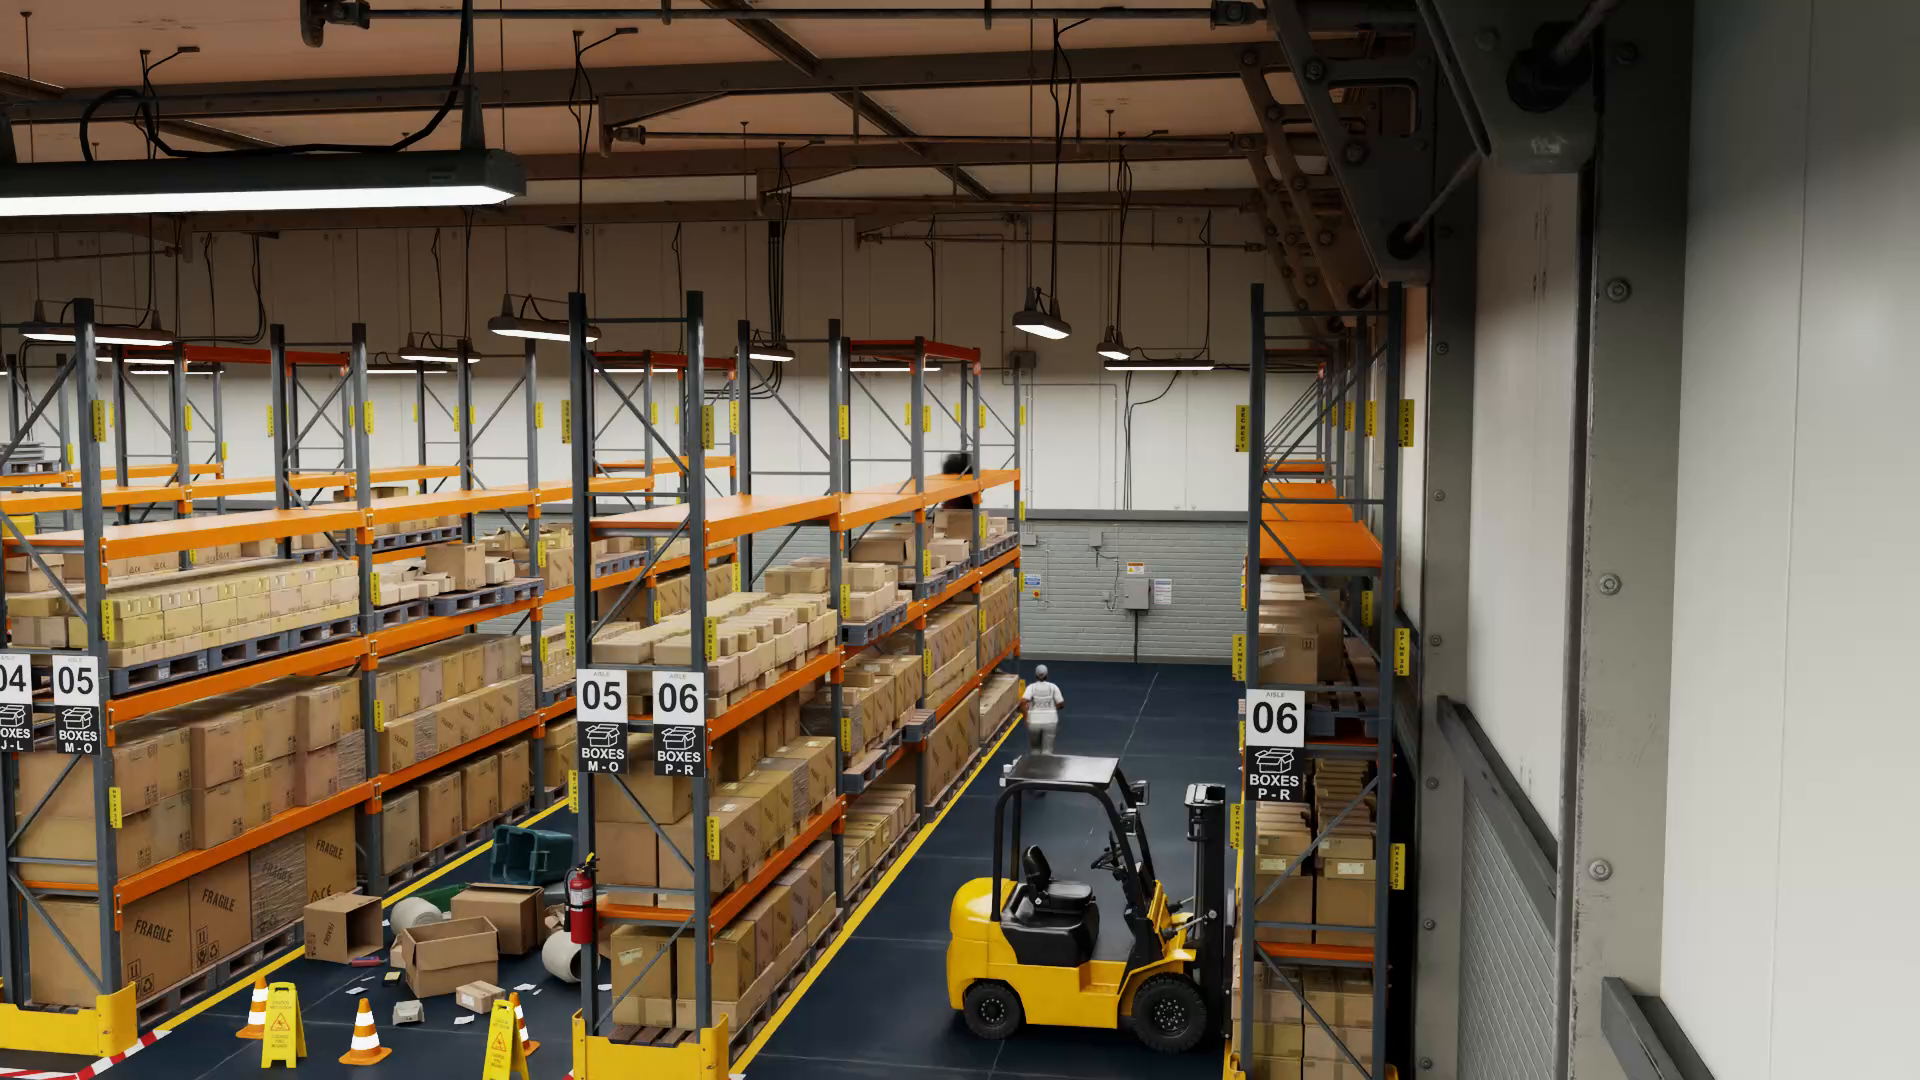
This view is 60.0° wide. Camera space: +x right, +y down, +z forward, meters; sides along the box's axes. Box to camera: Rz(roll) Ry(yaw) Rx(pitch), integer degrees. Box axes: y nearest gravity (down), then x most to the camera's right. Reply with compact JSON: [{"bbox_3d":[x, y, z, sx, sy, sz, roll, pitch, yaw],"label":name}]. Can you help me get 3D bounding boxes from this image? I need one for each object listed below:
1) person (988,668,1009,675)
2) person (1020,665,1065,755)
[{"bbox_3d":[0.608,1.970,29.382,0.660,1.673,0.718,1,5,17],"label":"person"},{"bbox_3d":[1.114,2.534,22.437,0.596,1.696,0.849,1,5,7],"label":"person"}]
